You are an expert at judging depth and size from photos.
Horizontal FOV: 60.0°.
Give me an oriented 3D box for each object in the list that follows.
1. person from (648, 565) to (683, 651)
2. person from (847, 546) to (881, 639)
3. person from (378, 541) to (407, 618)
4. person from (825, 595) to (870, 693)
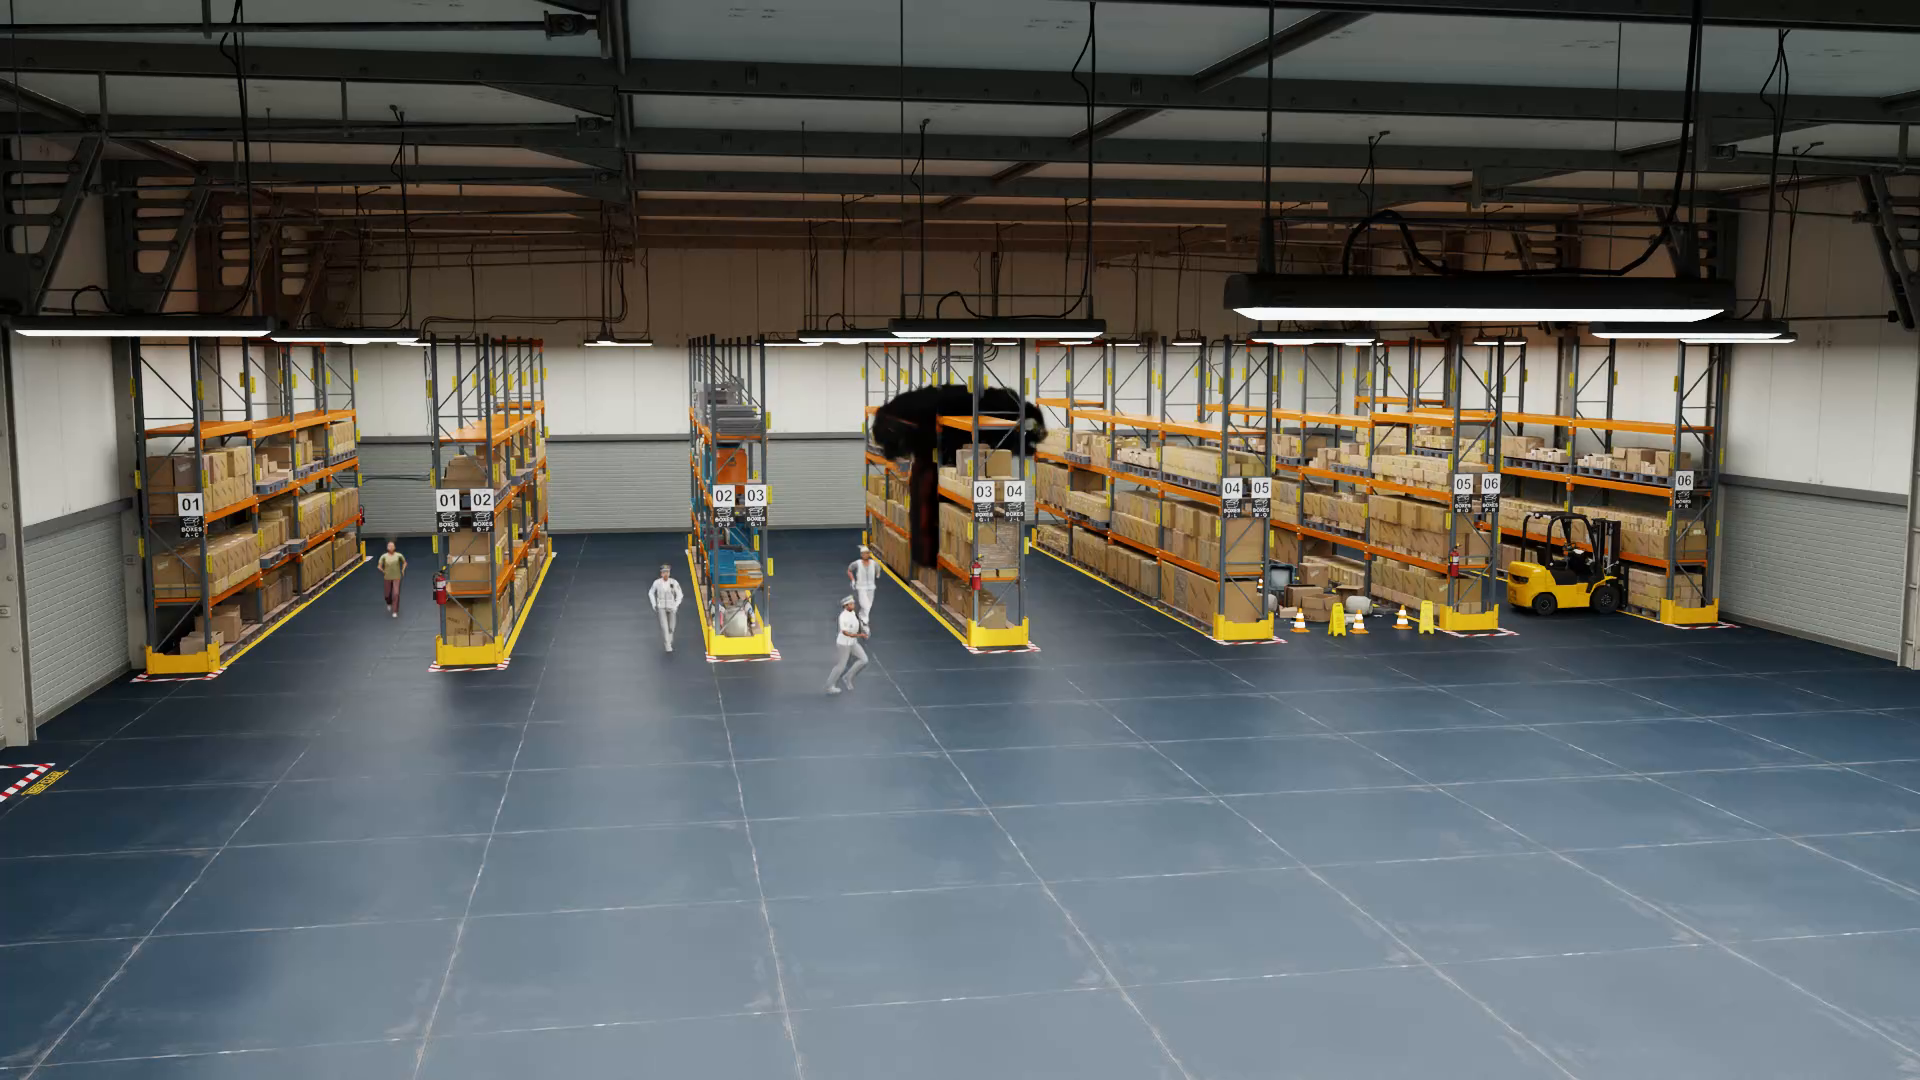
[{"bbox_3d":[-5.602,1.272,31.676,0.650,1.648,0.646,-1,7,-9],"label":"person"},{"bbox_3d":[-1.874,1.041,33.238,0.620,1.851,0.787,-3,7,-27],"label":"person"},{"bbox_3d":[-12.166,0.829,35.677,0.588,1.628,0.758,-2,7,-18],"label":"person"},{"bbox_3d":[-1.844,1.717,27.666,0.811,1.653,0.589,3,7,24],"label":"person"}]
